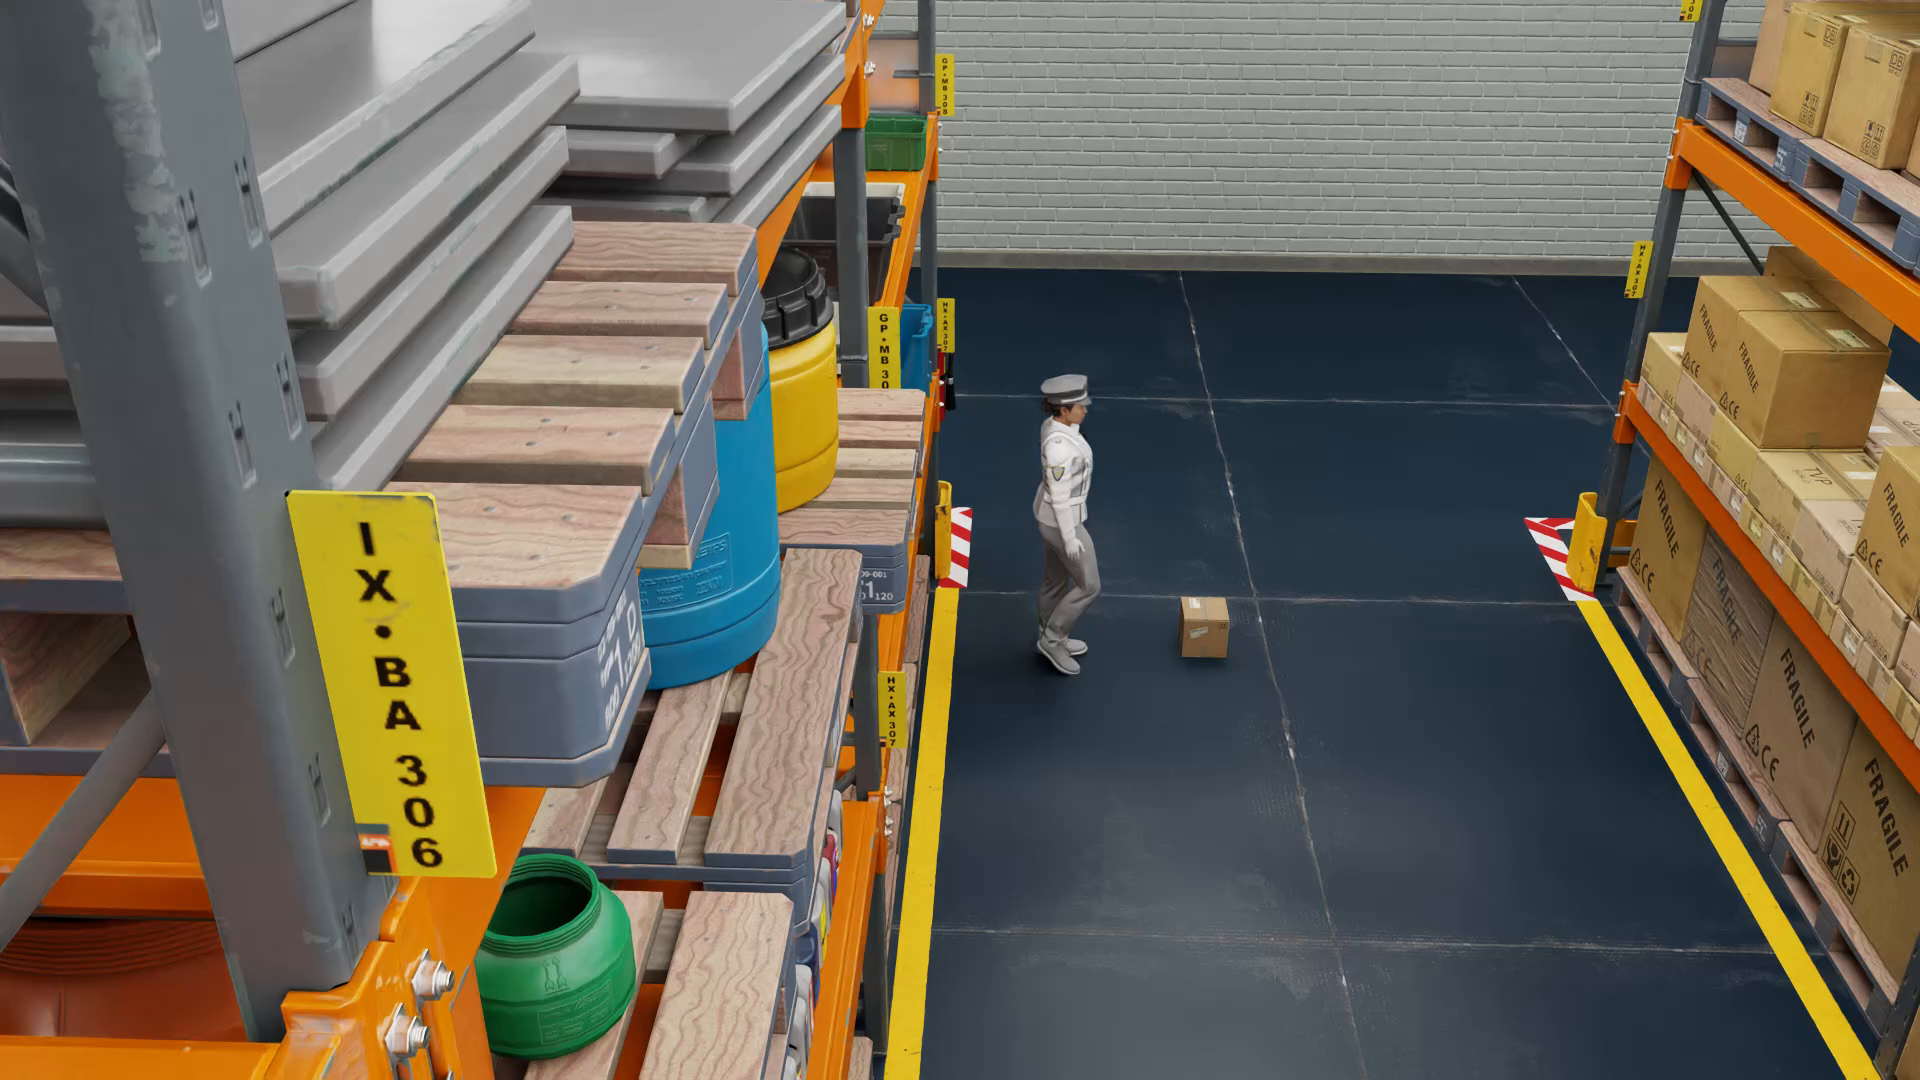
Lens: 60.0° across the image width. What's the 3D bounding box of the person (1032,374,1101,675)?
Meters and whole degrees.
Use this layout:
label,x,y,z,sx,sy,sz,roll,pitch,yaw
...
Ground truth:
label,x,y,z,sx,sy,sz,roll,pitch,yaw
person,0.579,-0.094,9.009,0.375,1.689,0.505,0,28,-1
